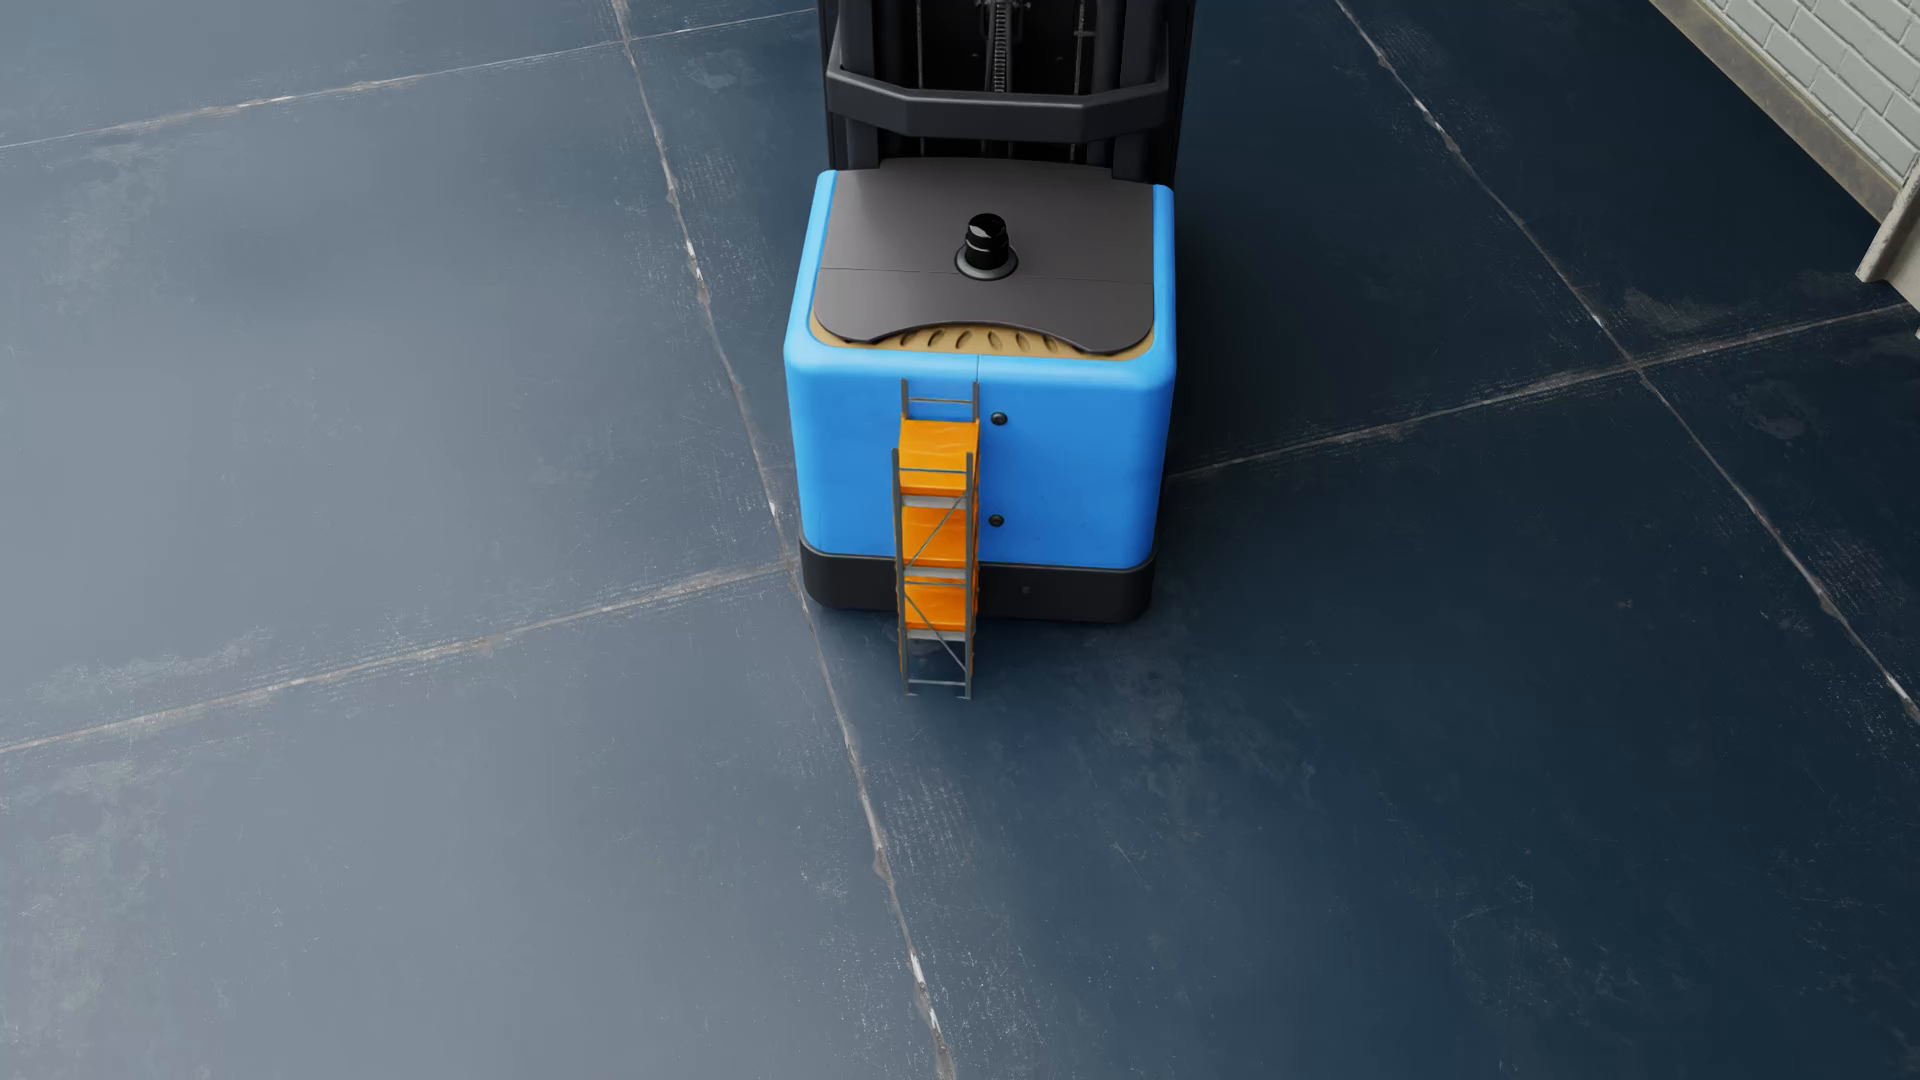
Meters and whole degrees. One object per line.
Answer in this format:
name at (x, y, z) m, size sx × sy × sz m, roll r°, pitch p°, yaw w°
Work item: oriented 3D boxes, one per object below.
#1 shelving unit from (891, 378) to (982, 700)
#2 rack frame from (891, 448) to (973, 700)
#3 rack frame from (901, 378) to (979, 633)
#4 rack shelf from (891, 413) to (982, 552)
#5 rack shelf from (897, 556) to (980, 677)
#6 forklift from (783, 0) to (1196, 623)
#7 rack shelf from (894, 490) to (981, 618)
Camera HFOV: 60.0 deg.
shelving unit at (-0.059, 0.028, 4.540) m, size 0.215 × 1.050 × 0.252 m, roll 3°, pitch 50°, yaw 3°
rack frame at (-0.068, 0.121, 4.462) m, size 0.200 × 1.050 × 0.008 m, roll 3°, pitch 50°, yaw 3°
rack frame at (-0.051, -0.065, 4.619) m, size 0.200 × 1.050 × 0.008 m, roll 3°, pitch 50°, yaw 3°
rack shelf at (-0.059, -0.149, 4.331) m, size 0.215 × 0.259 × 0.240 m, roll 3°, pitch 50°, yaw 3°
rack shelf at (-0.059, 0.214, 4.761) m, size 0.215 × 0.259 × 0.240 m, roll 3°, pitch 50°, yaw 3°
forklift at (0.150, -1.828, 4.874) m, size 1.130 × 2.935 × 3.031 m, roll 3°, pitch 50°, yaw 3°
rack shelf at (-0.059, 0.034, 4.548) m, size 0.215 × 0.259 × 0.240 m, roll 3°, pitch 50°, yaw 3°
